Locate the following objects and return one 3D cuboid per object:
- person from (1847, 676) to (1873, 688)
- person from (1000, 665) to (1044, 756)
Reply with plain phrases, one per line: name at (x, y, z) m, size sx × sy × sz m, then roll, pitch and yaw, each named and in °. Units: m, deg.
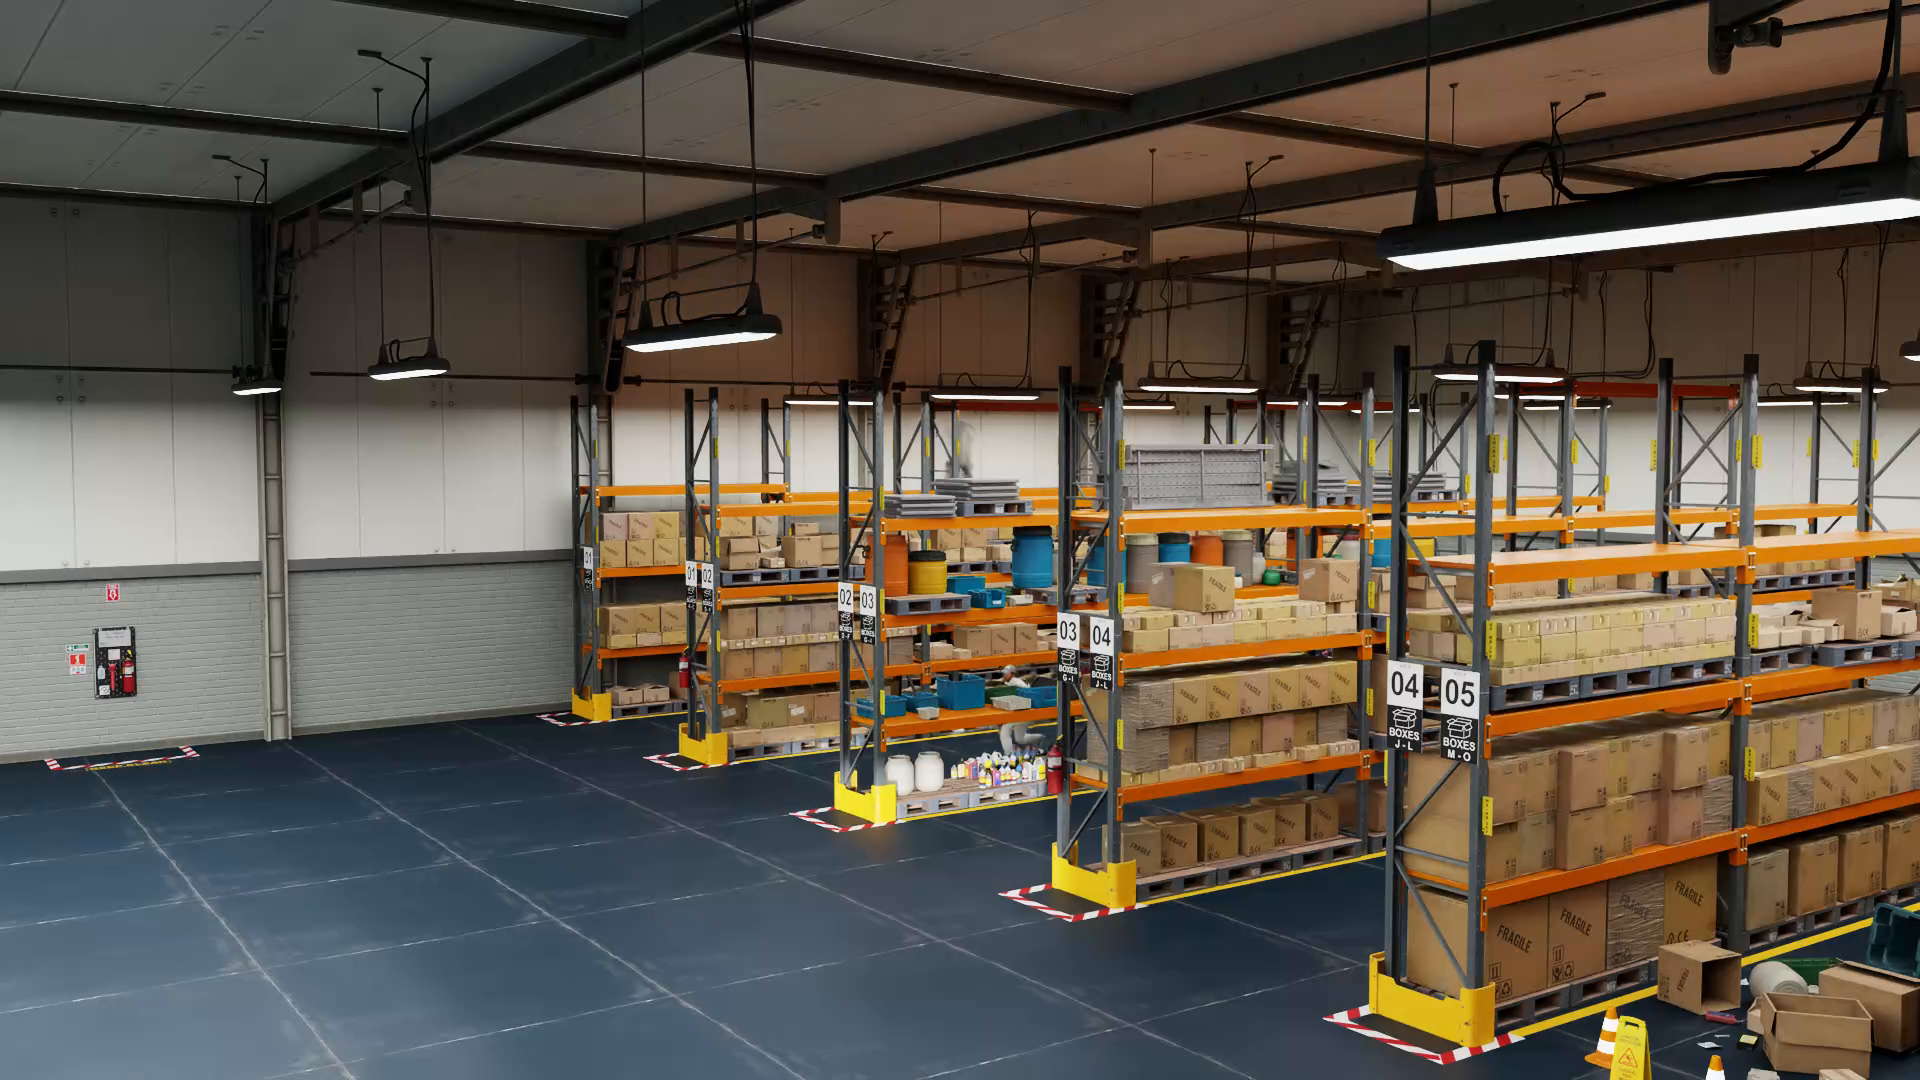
person at (15.497, 2.590, 28.804) m, size 0.625 × 1.668 × 0.855 m, roll -1°, pitch 3°, yaw -8°
person at (0.933, 2.794, 26.415) m, size 0.773 × 1.654 × 0.609 m, roll -2°, pitch 4°, yaw -35°
